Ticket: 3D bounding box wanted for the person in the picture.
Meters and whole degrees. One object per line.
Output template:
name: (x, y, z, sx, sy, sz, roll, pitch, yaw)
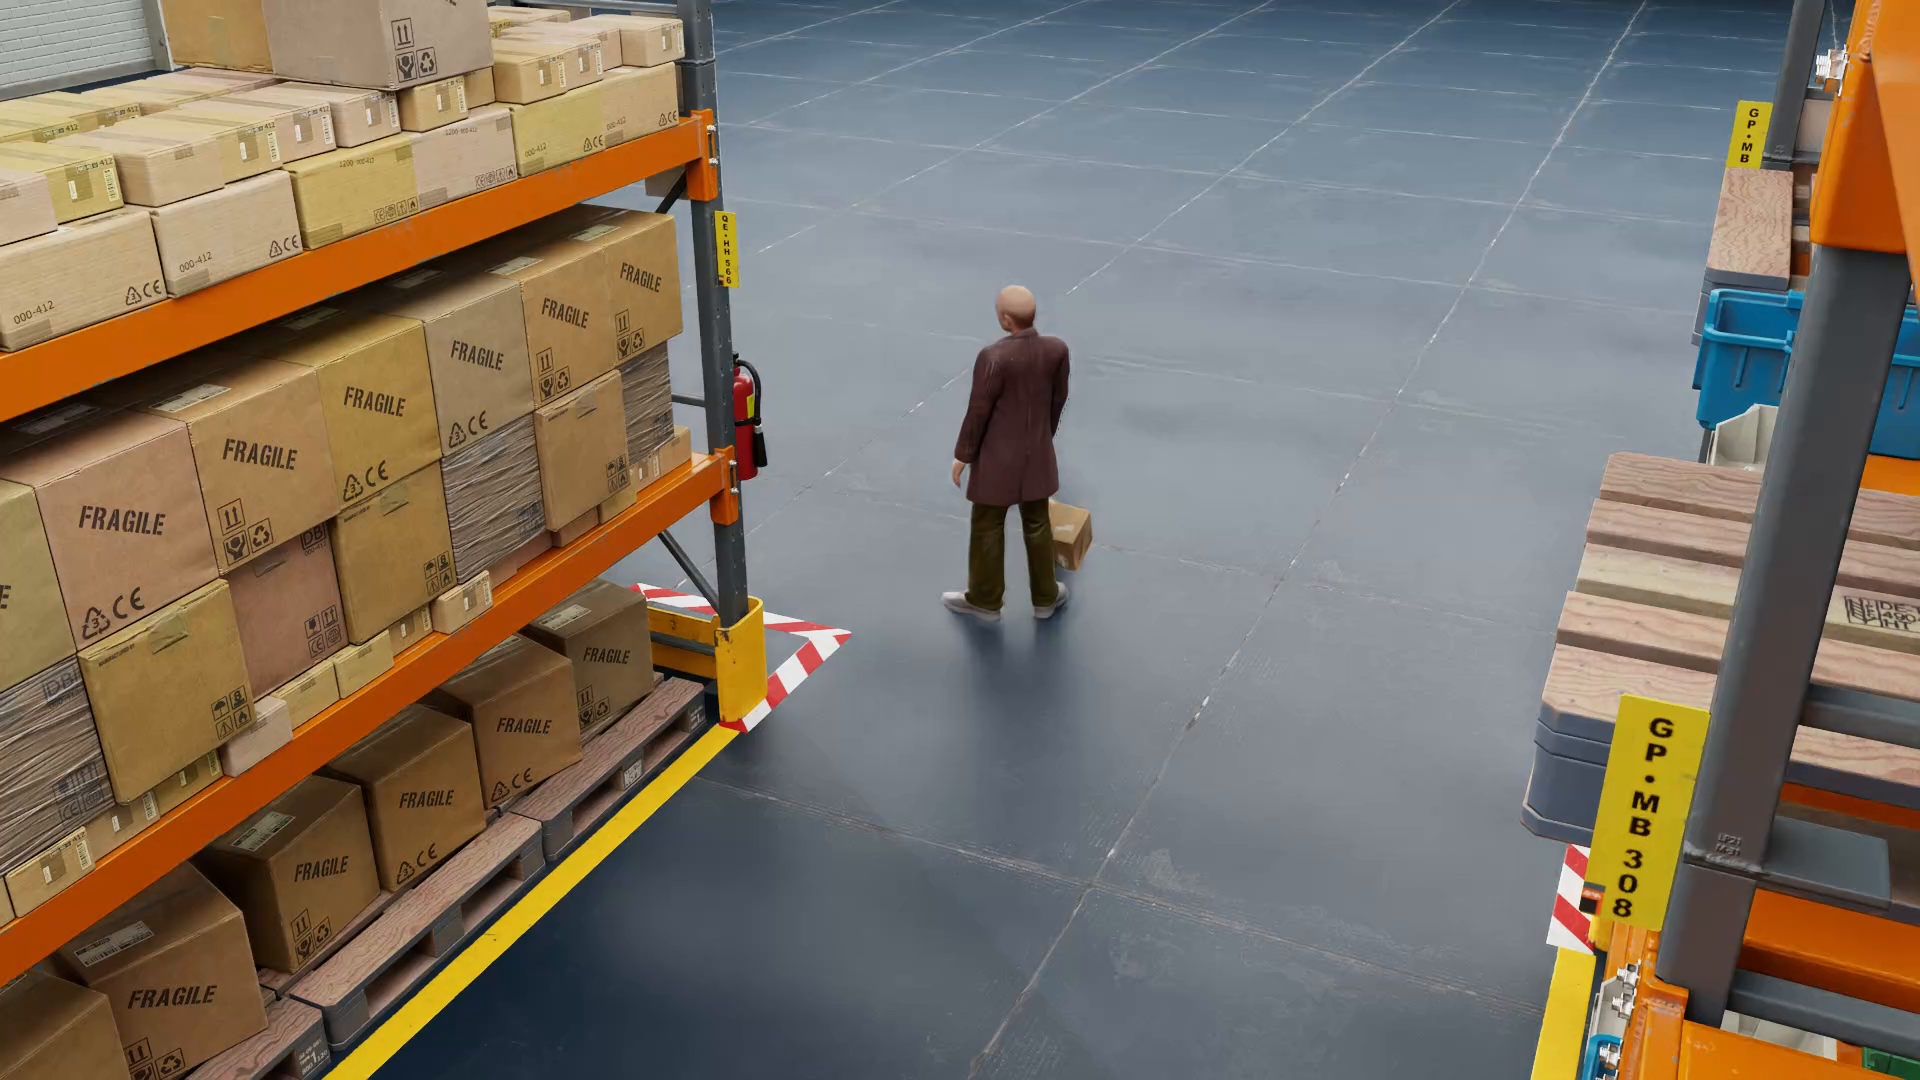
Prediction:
person: (0.250, -0.439, 8.495, 0.676, 1.780, 0.514, -17, 31, -31)
